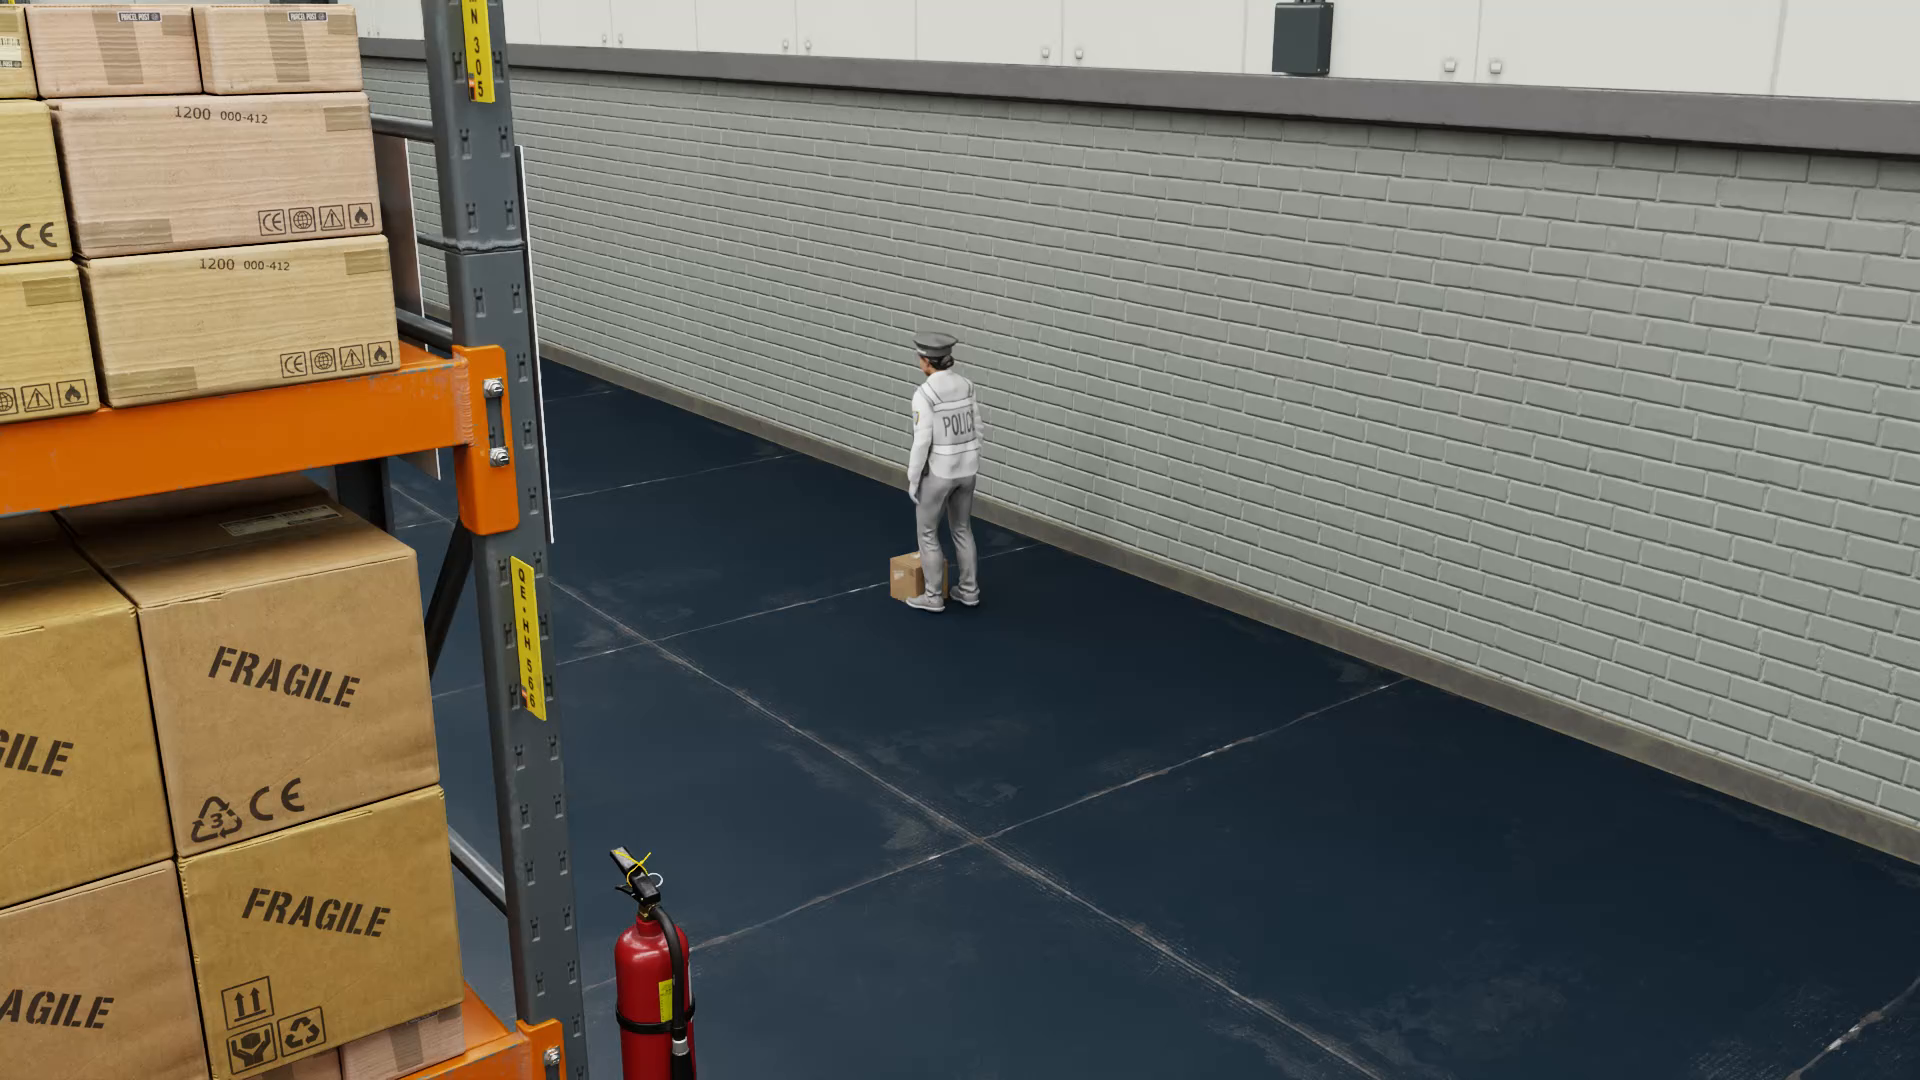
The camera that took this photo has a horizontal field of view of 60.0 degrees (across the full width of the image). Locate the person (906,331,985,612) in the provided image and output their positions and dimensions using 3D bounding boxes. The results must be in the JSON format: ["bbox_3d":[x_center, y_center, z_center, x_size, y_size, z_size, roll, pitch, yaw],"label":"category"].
[{"bbox_3d":[-0.107,-0.385,9.747,0.527,1.662,0.414,-15,23,-38],"label":"person"}]
